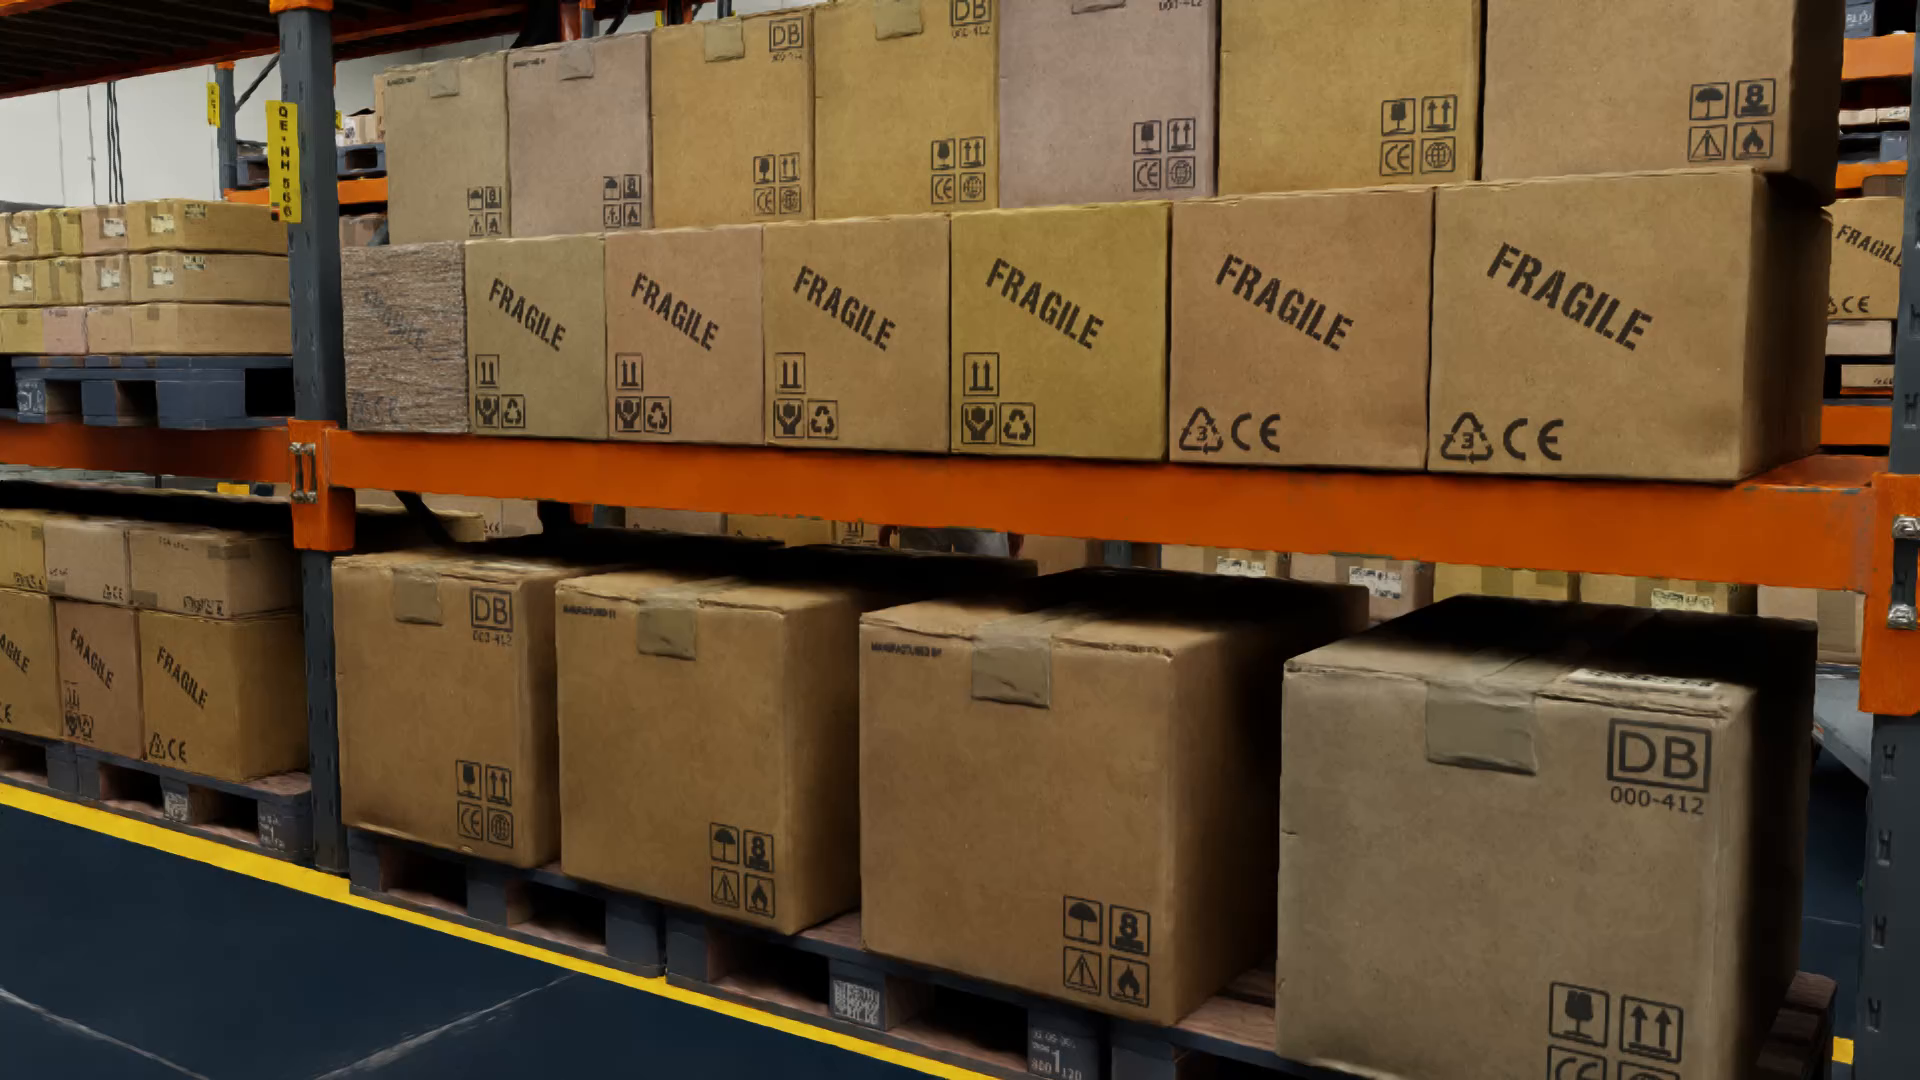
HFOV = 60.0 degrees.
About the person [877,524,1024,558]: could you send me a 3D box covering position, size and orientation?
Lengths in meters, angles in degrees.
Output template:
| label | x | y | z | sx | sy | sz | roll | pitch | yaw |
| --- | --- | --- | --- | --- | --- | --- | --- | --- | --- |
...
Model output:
| label | x | y | z | sx | sy | sz | roll | pitch | yaw |
| --- | --- | --- | --- | --- | --- | --- | --- | --- | --- |
| person | -0.030 | -0.080 | 6.333 | 0.603 | 1.760 | 0.495 | 1 | 6 | 5 |
